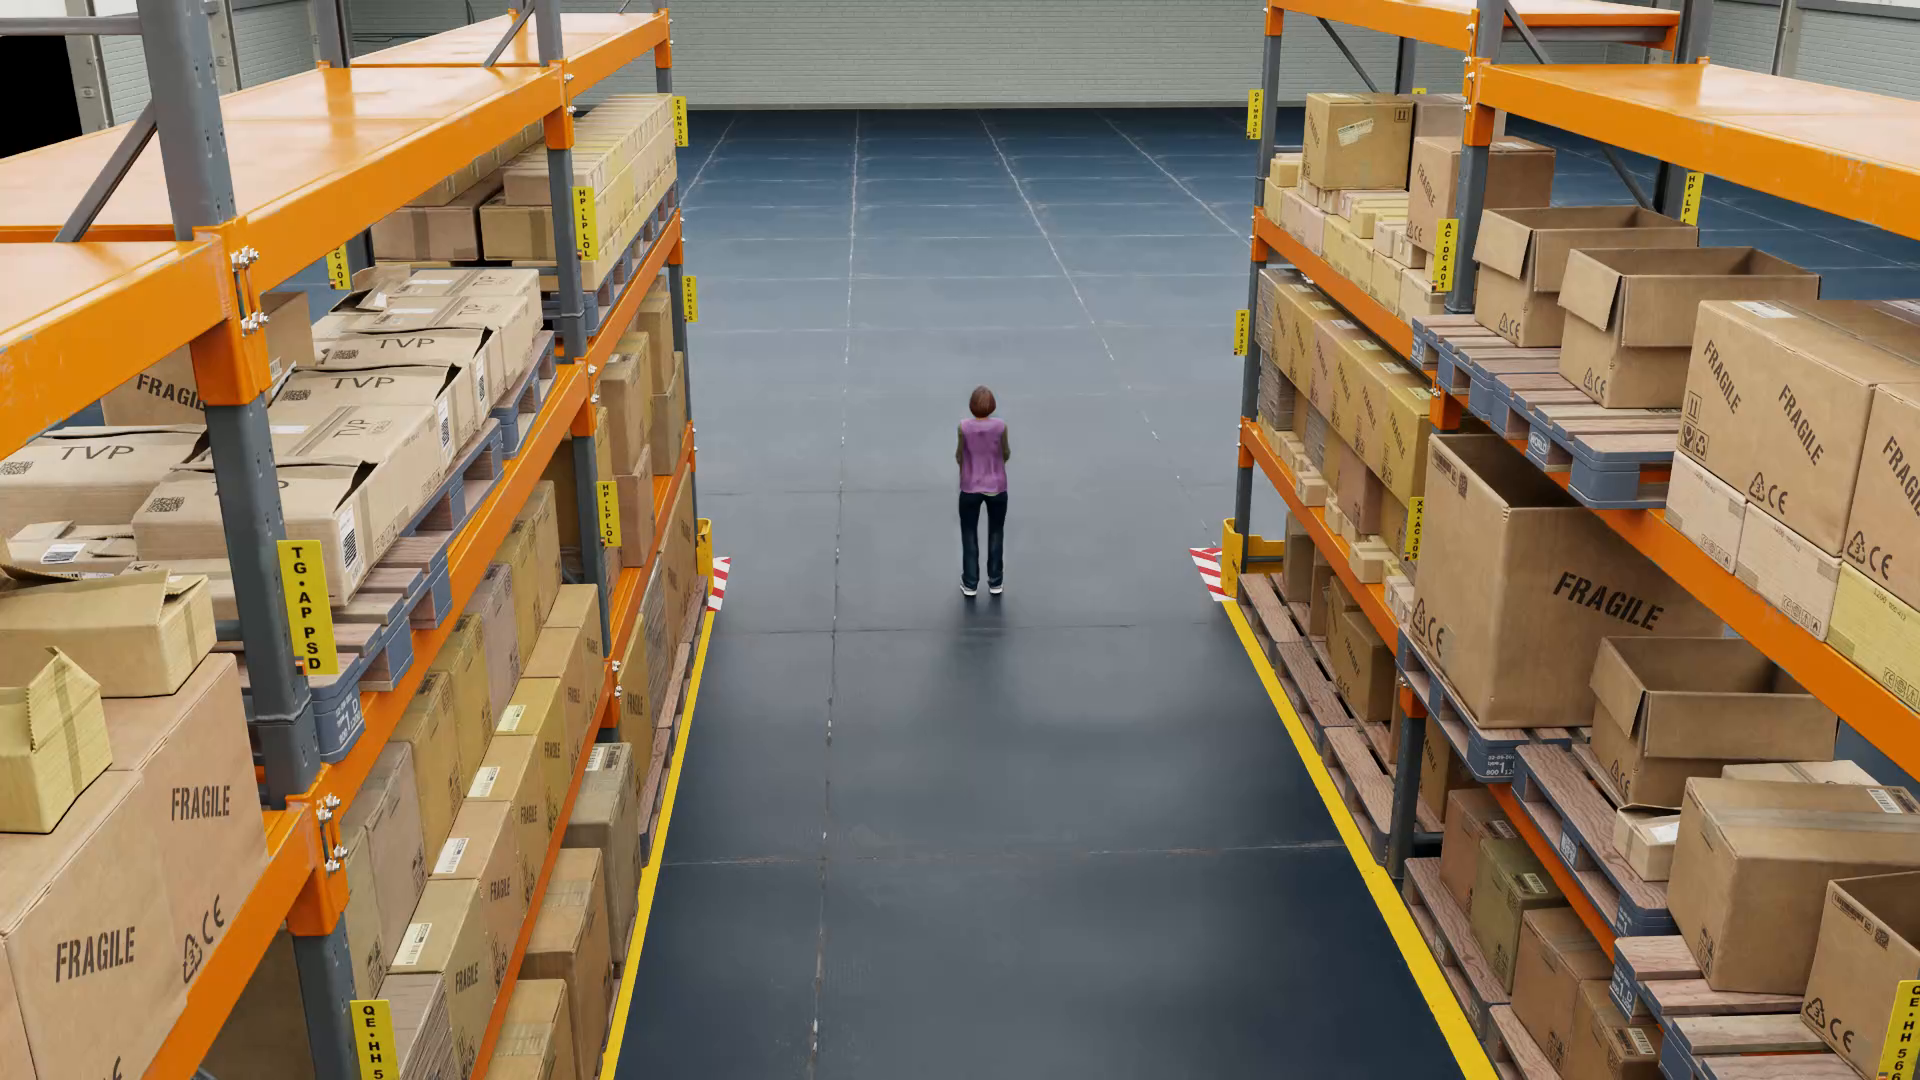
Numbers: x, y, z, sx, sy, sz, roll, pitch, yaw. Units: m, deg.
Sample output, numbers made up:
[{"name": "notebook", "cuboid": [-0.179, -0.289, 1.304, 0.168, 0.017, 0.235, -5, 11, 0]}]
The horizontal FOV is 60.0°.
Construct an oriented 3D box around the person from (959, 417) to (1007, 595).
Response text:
[{"name": "person", "cuboid": [0.167, -0.257, 12.103, 0.351, 1.367, 0.362, -1, 21, -2]}]
